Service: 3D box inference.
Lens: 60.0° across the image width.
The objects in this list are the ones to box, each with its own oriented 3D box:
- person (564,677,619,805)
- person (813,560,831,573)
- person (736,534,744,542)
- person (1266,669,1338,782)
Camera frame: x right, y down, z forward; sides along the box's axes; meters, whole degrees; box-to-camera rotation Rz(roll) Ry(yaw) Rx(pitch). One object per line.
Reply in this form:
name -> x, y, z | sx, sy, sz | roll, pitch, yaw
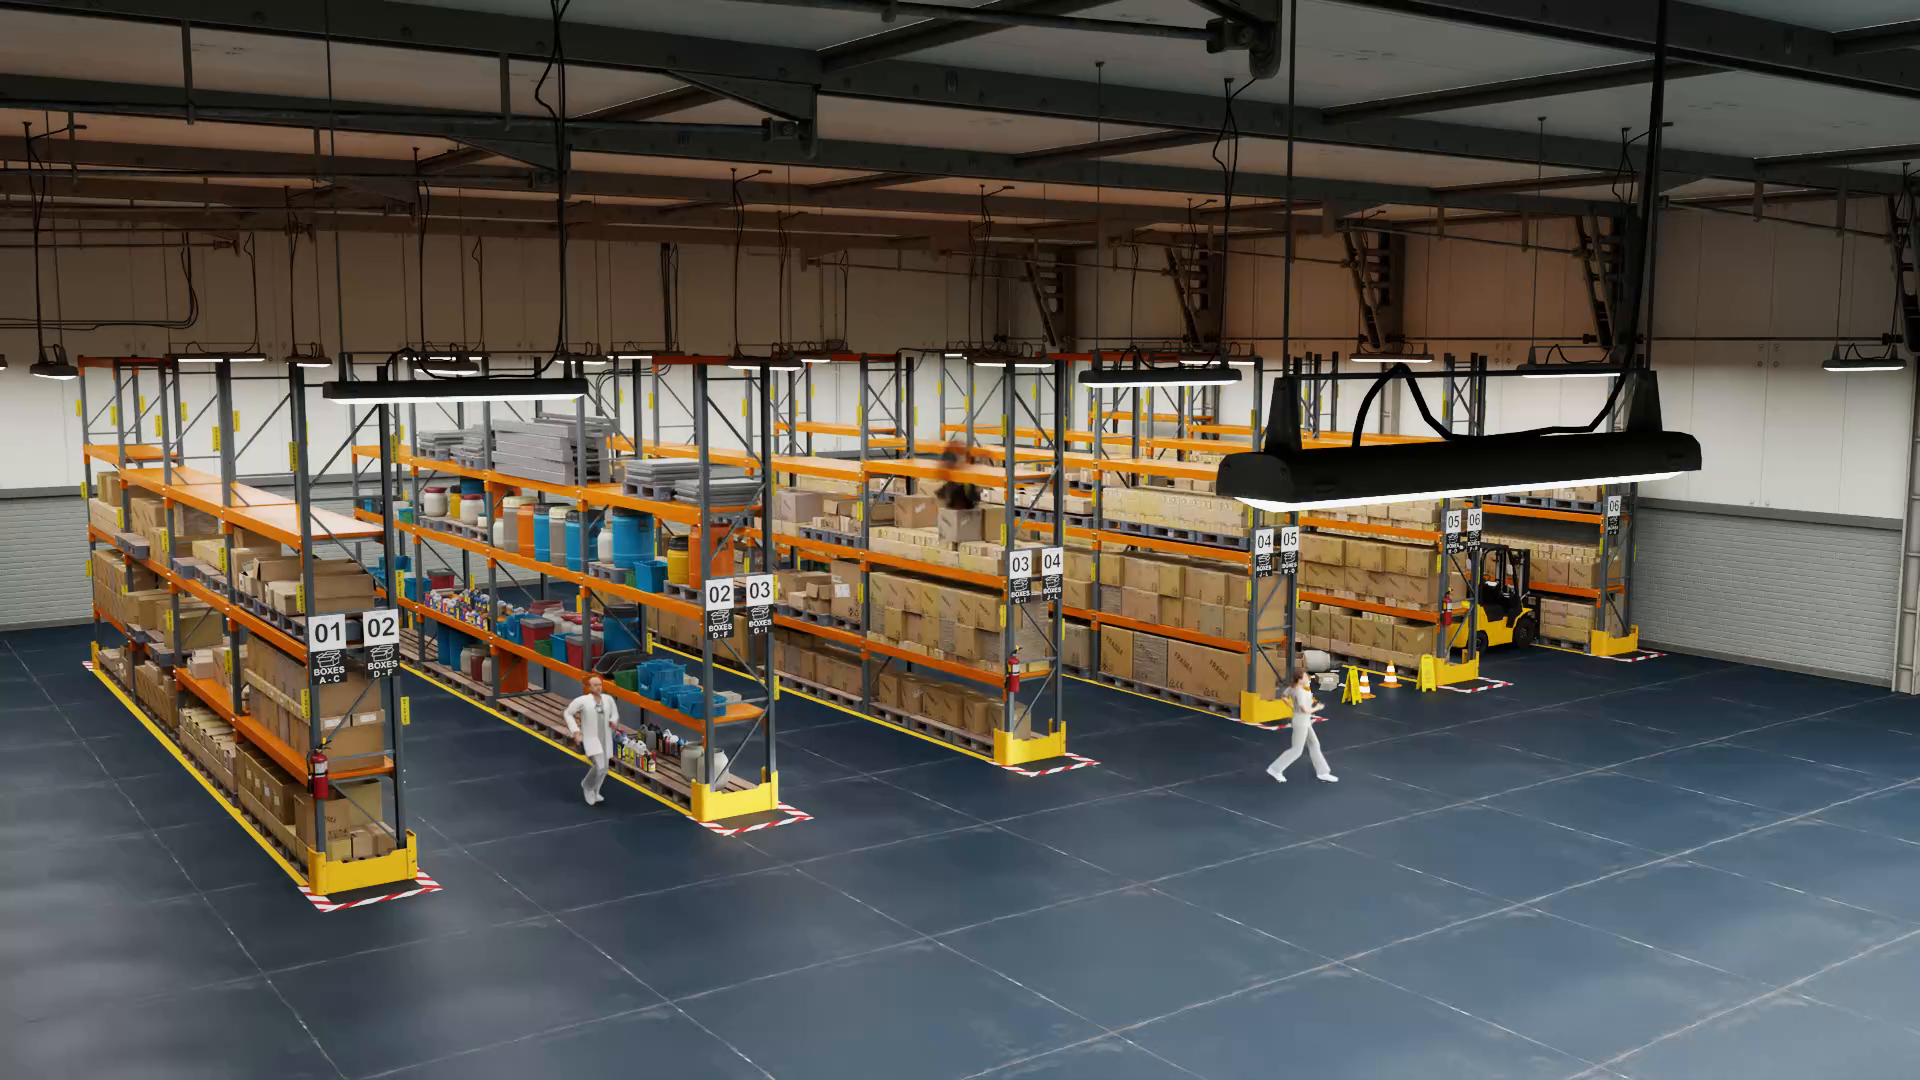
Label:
person -> -4.913, 2.726, 22.539 | 0.685, 1.747, 0.712 | -6, 9, -42
person -> -3.575, 0.354, 42.136 | 0.879, 1.733, 0.729 | 4, 8, 30
person -> -5.485, 0.574, 40.829 | 0.612, 1.635, 0.477 | 4, 8, 29
person -> 4.875, 2.628, 23.599 | 1.027, 1.640, 0.574 | 1, 7, 5
